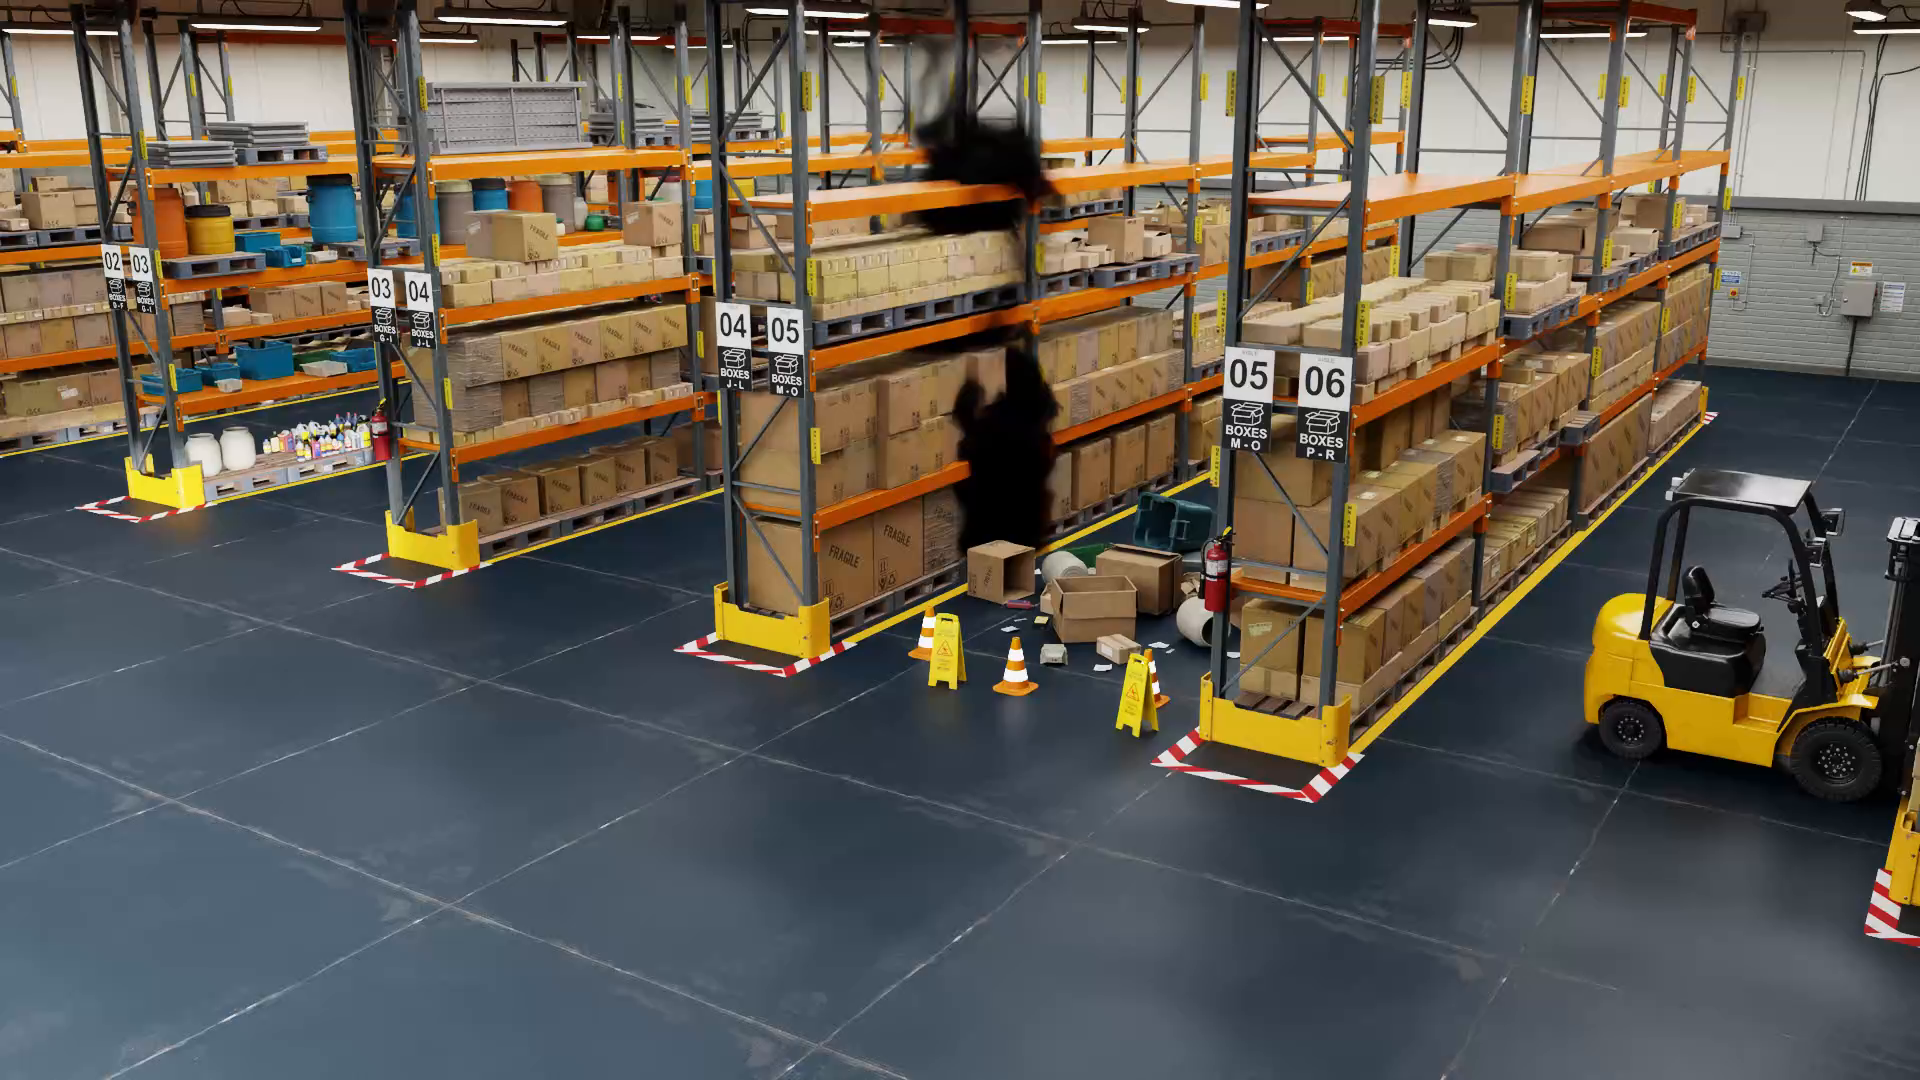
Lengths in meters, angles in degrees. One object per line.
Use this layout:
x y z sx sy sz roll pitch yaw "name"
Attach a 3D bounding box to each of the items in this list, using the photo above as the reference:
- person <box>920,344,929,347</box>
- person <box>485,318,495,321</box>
-0.480 -2.081 22.942 0.543 1.588 0.572 8 18 27 "person"
-7.775 -3.377 28.220 0.556 1.750 0.714 7 17 23 "person"
